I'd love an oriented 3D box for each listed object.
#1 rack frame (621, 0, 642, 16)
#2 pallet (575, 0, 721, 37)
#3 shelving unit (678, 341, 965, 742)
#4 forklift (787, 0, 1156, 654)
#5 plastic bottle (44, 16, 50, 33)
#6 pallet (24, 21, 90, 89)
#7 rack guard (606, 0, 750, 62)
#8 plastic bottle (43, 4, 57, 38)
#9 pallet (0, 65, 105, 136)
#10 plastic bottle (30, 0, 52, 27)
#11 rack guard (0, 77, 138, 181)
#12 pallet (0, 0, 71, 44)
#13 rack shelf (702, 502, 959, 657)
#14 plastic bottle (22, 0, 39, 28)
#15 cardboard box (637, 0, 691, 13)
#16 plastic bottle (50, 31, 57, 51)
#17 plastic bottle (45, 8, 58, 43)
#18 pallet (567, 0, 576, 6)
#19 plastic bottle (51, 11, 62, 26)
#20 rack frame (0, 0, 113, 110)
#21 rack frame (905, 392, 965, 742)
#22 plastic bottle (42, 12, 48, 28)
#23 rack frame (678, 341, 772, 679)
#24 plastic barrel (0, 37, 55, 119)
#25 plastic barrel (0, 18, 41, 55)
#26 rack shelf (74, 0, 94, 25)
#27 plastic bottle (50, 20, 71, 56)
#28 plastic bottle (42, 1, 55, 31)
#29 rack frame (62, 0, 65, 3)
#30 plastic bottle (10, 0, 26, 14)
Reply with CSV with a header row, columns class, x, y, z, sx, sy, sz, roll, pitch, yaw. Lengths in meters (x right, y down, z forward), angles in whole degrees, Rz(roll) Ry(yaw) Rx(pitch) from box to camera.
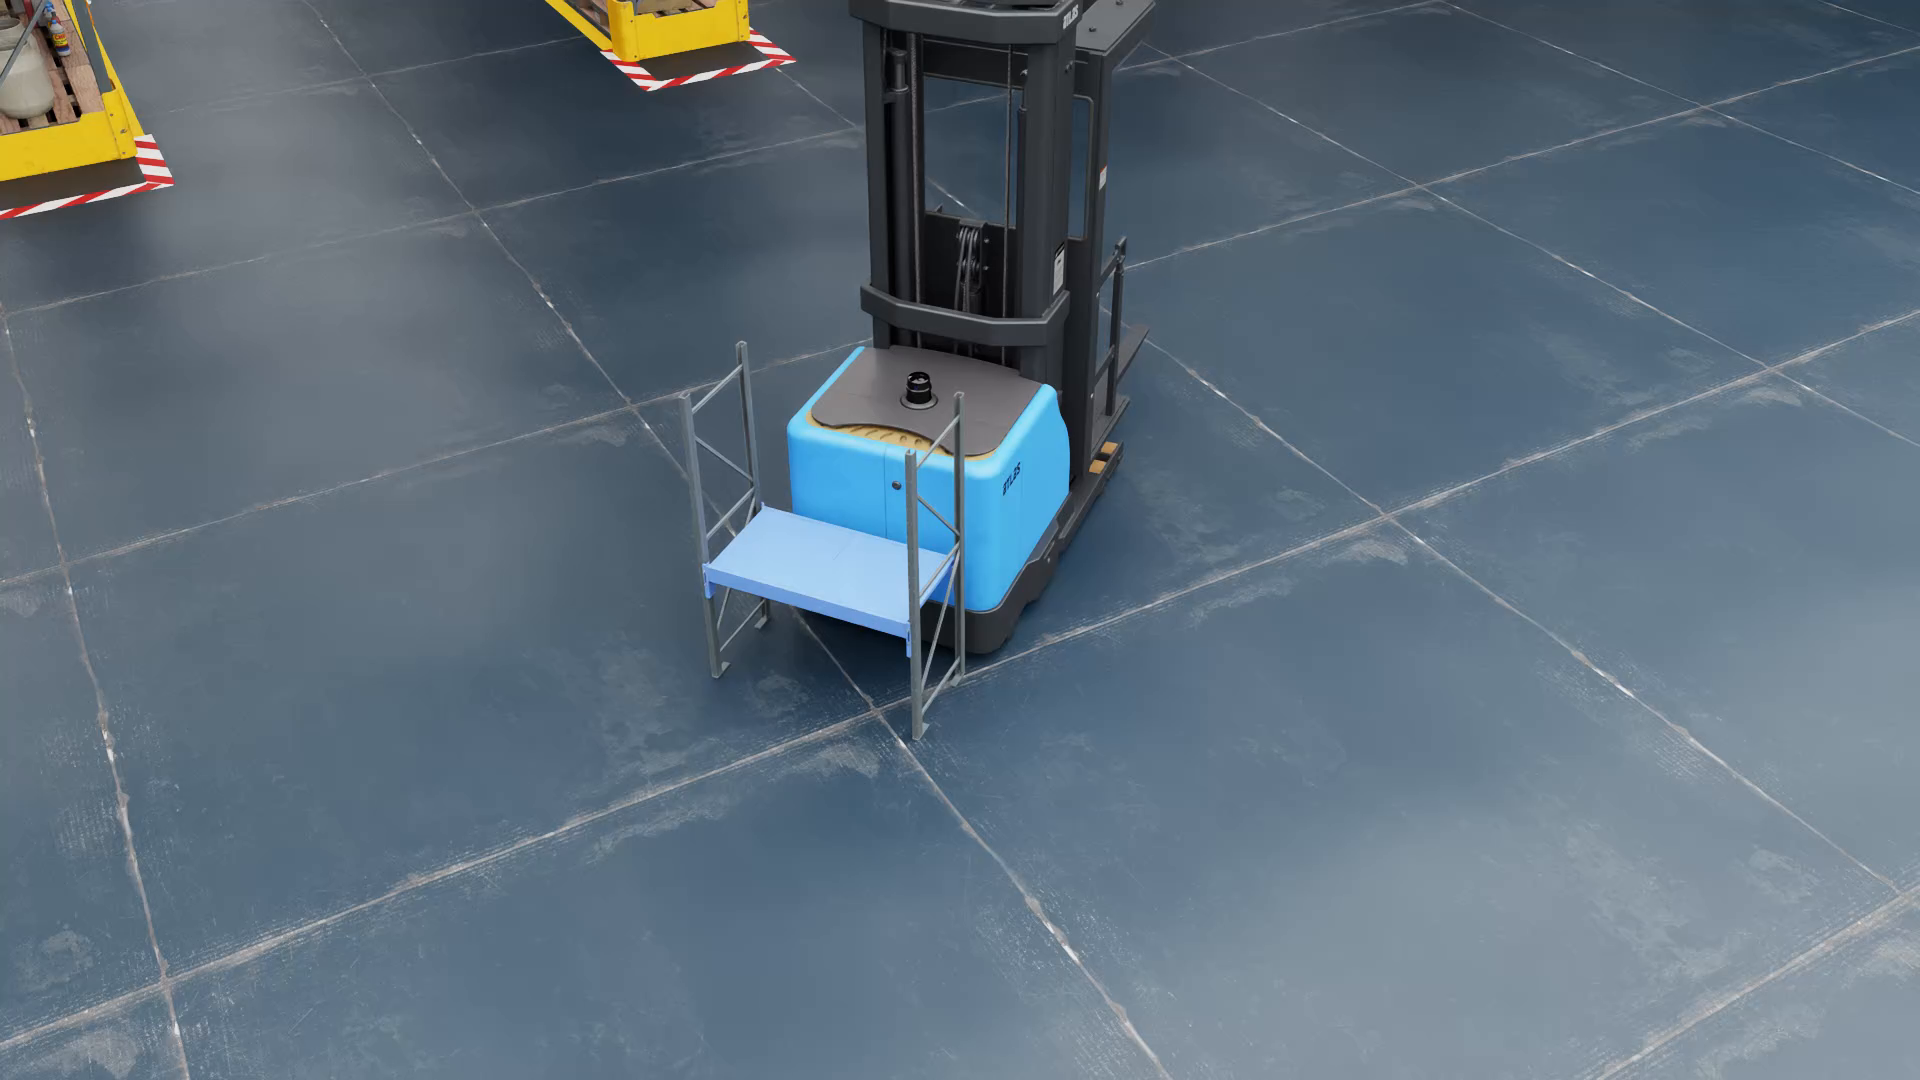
class,x,y,z,sx,sy,sz,roll,pitch,yaw
rack frame,-2.353,-5.435,13.376,1.000,3.000,0.127,-19,40,-24
pallet,-2.768,-4.772,14.833,1.003,0.211,1.213,-19,40,-24
shelving unit,-0.559,0.016,7.181,1.048,1.500,0.538,15,39,19
forklift,0.237,-1.527,8.083,1.130,2.935,3.031,13,38,18
plastic bottle,-7.549,-4.308,13.832,0.097,0.201,0.097,0,36,0
pallet,-7.726,-3.903,13.643,1.003,0.211,1.213,-19,40,-24
rack guard,-2.391,-4.464,14.166,1.175,0.500,0.348,-19,40,-24
plastic bottle,-7.499,-4.286,13.743,0.097,0.271,0.097,0,36,0
pallet,-7.118,-3.282,12.792,1.003,0.211,1.213,-19,40,-24
plastic bottle,-7.735,-4.495,14.025,0.152,0.276,0.135,-18,40,-23
rack guard,-6.714,-2.983,12.137,1.175,0.500,0.348,-19,40,-24
pallet,-8.343,-4.526,14.496,1.003,0.211,1.213,-19,40,-24
rack shelf,-0.558,0.160,7.288,1.000,0.185,0.538,15,39,19
plastic bottle,-7.827,-4.466,13.979,0.061,0.283,0.133,-19,40,-24
cardboard box,-2.652,-4.919,14.432,0.500,0.500,0.500,-12,38,-16
plastic bottle,-7.329,-4.085,13.526,0.097,0.201,0.097,0,36,0
plastic bottle,-7.449,-4.235,13.673,0.097,0.271,0.097,0,36,0
pallet,-3.377,-5.394,15.684,1.003,0.211,1.213,-19,40,-24
plastic bottle,-7.375,-4.186,13.595,0.061,0.283,0.133,-18,40,-23
rack frame,-6.635,-3.967,11.366,1.000,3.000,0.127,-19,40,-24
rack frame,-0.095,0.139,7.013,0.032,1.500,0.500,15,39,19
plastic bottle,-7.652,-4.413,13.976,0.097,0.201,0.097,0,36,0
rack frame,-1.022,-0.107,7.349,0.032,1.500,0.500,15,39,19
plastic barrel,-7.032,-3.445,12.405,0.421,0.512,0.421,0,36,0
plastic barrel,-7.284,-3.701,12.755,0.421,0.512,0.421,0,36,0
rack shelf,-7.640,-4.697,12.975,1.077,0.370,4.000,-19,40,-24
plastic bottle,-7.277,-4.060,13.433,0.097,0.271,0.097,0,36,0
plastic bottle,-7.601,-4.389,13.884,0.097,0.271,0.097,0,36,0
rack frame,-8.645,-6.007,14.159,1.000,3.000,0.127,-19,40,-24
plastic bottle,-8.091,-4.687,14.288,0.152,0.276,0.135,-19,40,-24
